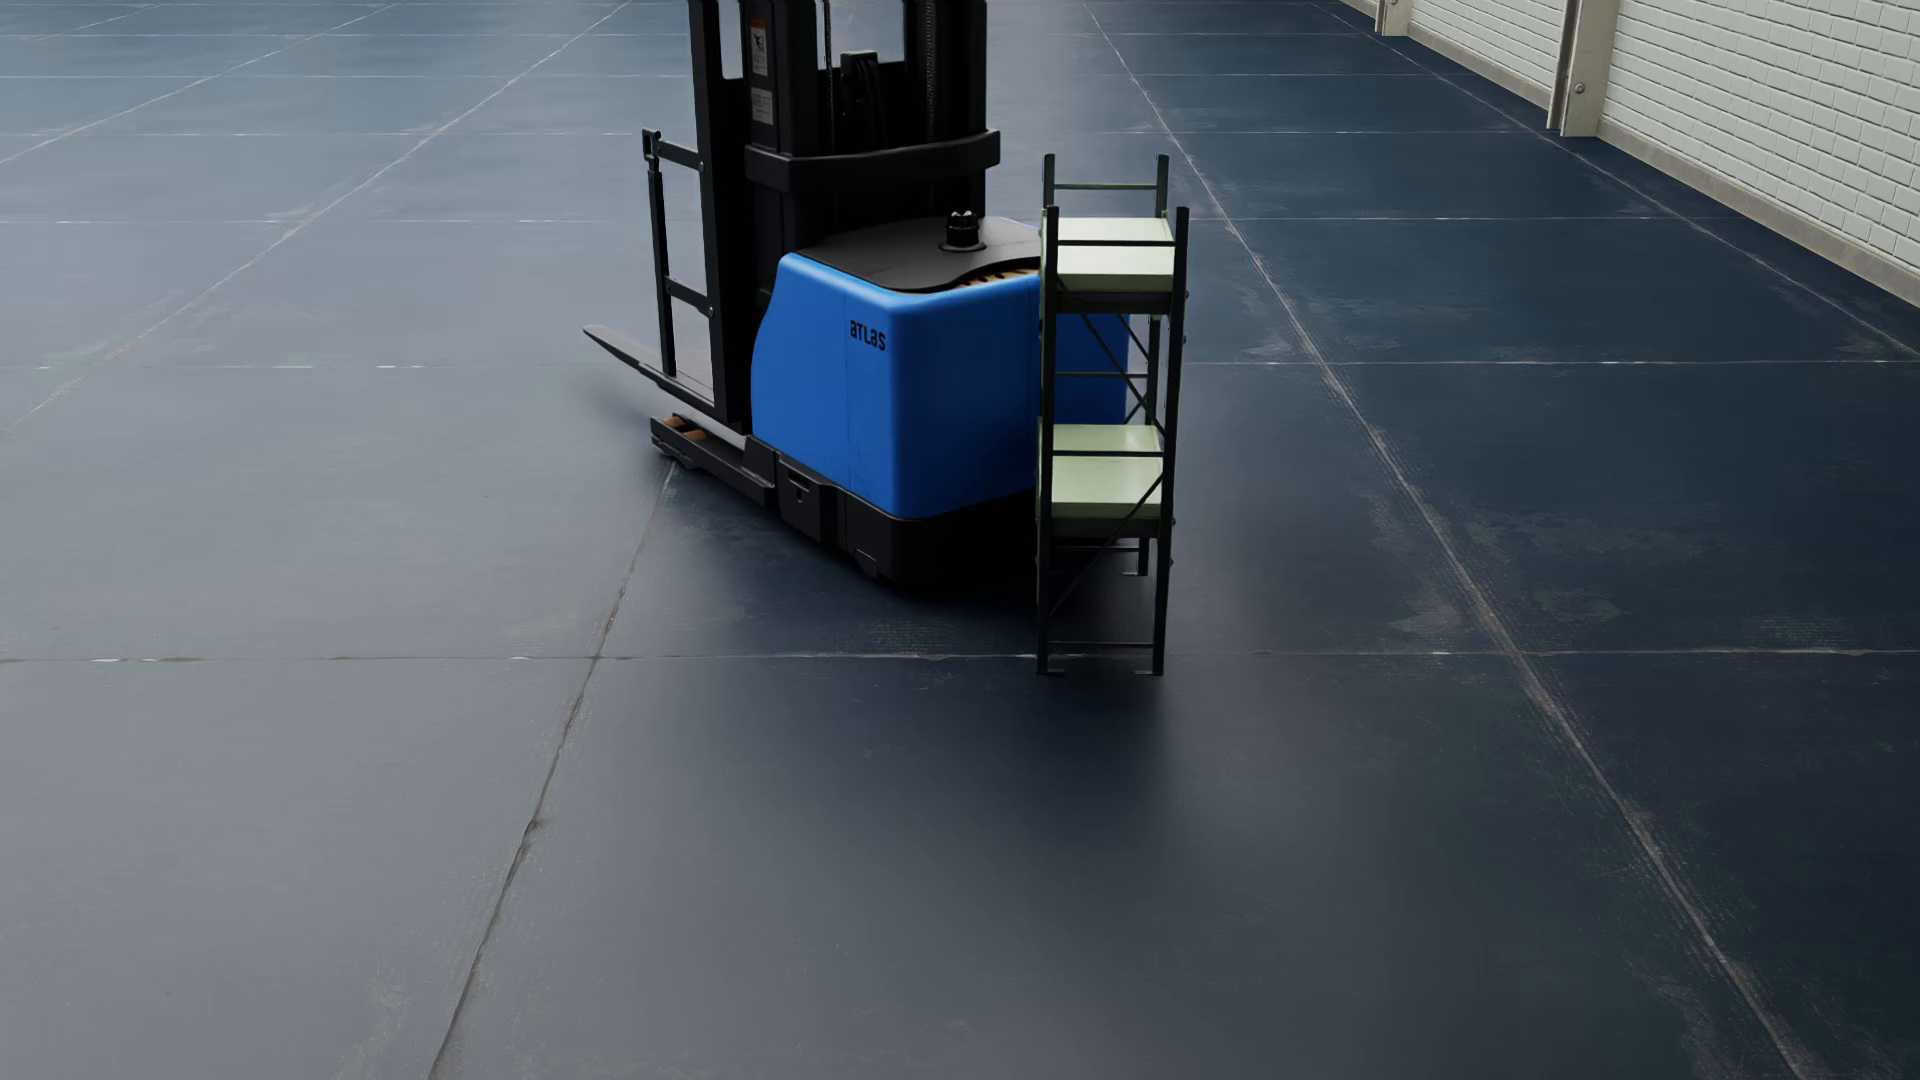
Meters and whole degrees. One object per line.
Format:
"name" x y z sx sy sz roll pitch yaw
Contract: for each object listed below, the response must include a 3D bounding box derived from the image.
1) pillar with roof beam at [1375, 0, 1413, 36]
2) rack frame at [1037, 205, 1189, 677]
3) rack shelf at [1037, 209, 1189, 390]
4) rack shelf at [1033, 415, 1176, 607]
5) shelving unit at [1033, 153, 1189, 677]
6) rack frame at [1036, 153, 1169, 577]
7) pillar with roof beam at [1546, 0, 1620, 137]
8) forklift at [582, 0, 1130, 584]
"pillar with roof beam" 0.667 -9.908 17.238 9.100 9.000 0.400 0 24 -1
"rack frame" 0.445 -0.256 4.996 0.400 1.500 0.023 1 24 2
"rack shelf" 0.458 -0.762 5.169 0.431 0.370 0.720 1 24 2
"rack shelf" 0.458 -0.110 5.464 0.431 0.370 0.720 1 24 2
"shelving unit" 0.458 -0.407 5.330 0.431 1.500 0.755 1 24 2
"rack frame" 0.472 -0.558 5.663 0.400 1.500 0.023 1 24 2
"pillar with roof beam" 0.733 -7.436 11.771 9.100 9.000 0.400 0 24 -1
"forklift" -0.649 -1.730 6.518 1.130 2.935 3.031 -17 29 -32
